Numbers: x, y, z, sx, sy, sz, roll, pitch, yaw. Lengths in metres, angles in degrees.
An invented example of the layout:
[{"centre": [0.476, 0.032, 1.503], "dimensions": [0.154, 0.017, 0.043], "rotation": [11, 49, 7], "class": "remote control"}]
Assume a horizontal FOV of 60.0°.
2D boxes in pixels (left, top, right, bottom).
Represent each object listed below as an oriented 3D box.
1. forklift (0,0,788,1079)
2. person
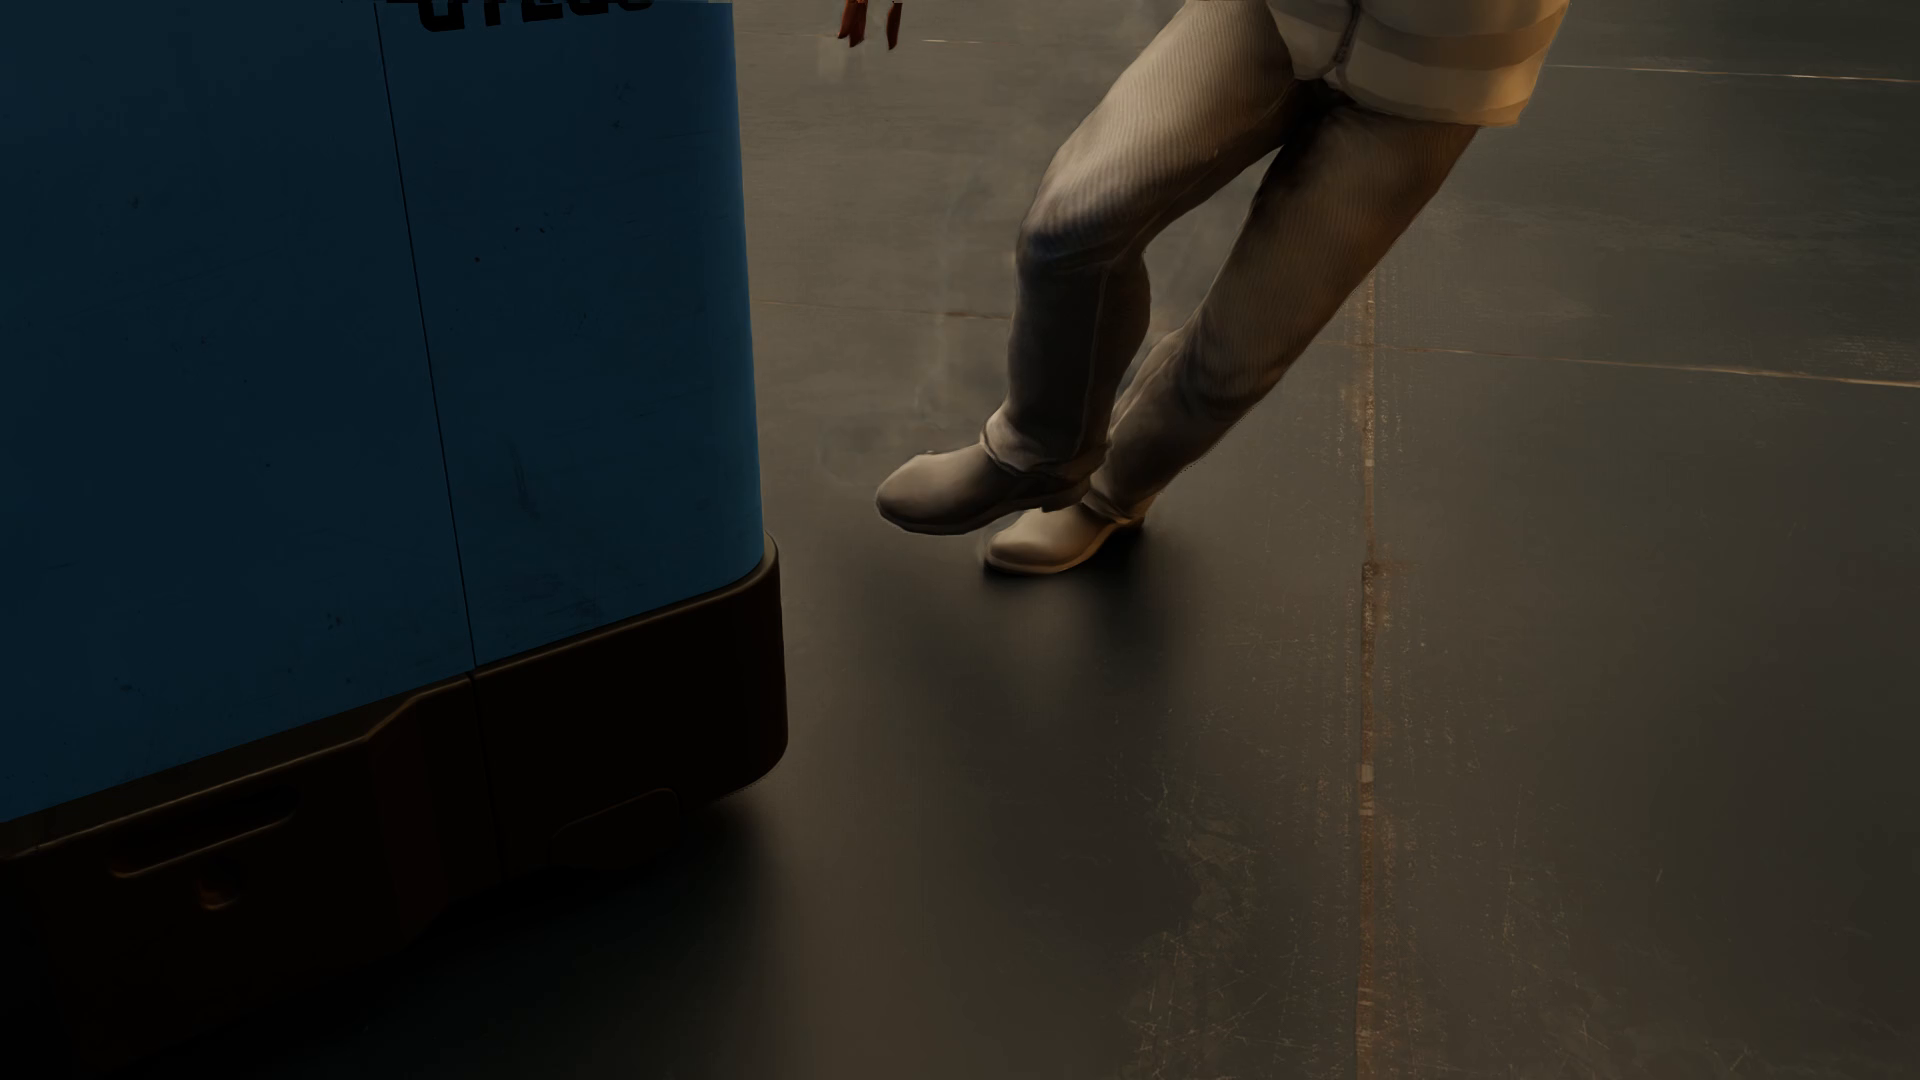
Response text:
[{"centre": [-1.678, -0.783, 0.798], "dimensions": [3.031, 2.935, 1.130], "rotation": [-19, 32, -32], "class": "forklift"}, {"centre": [0.305, -0.524, 1.874], "dimensions": [1.018, 1.526, 0.907], "rotation": [12, 29, 23], "class": "person"}]
